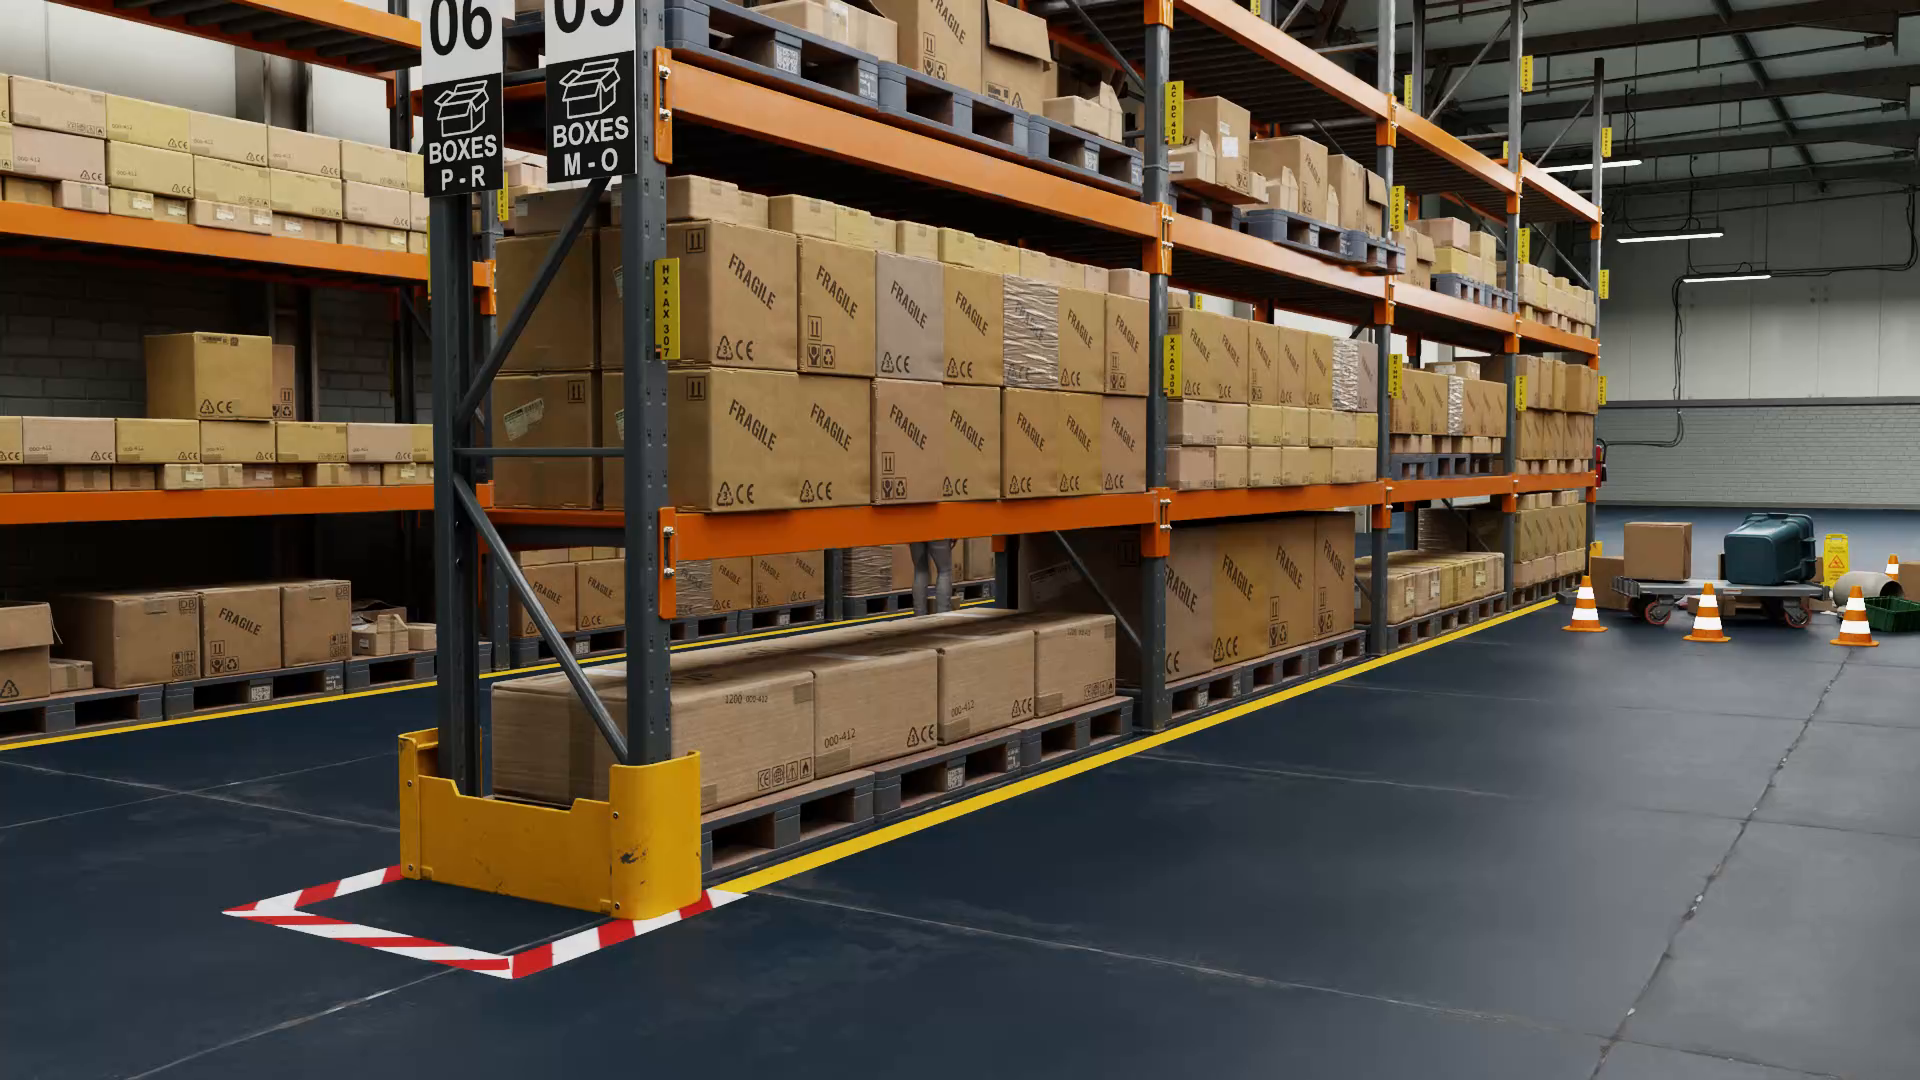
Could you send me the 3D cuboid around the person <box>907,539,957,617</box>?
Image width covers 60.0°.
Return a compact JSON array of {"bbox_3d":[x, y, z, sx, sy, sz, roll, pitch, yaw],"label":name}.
[{"bbox_3d":[-0.249,-0.063,14.349,0.503,1.656,0.421,1,3,26],"label":"person"}]
